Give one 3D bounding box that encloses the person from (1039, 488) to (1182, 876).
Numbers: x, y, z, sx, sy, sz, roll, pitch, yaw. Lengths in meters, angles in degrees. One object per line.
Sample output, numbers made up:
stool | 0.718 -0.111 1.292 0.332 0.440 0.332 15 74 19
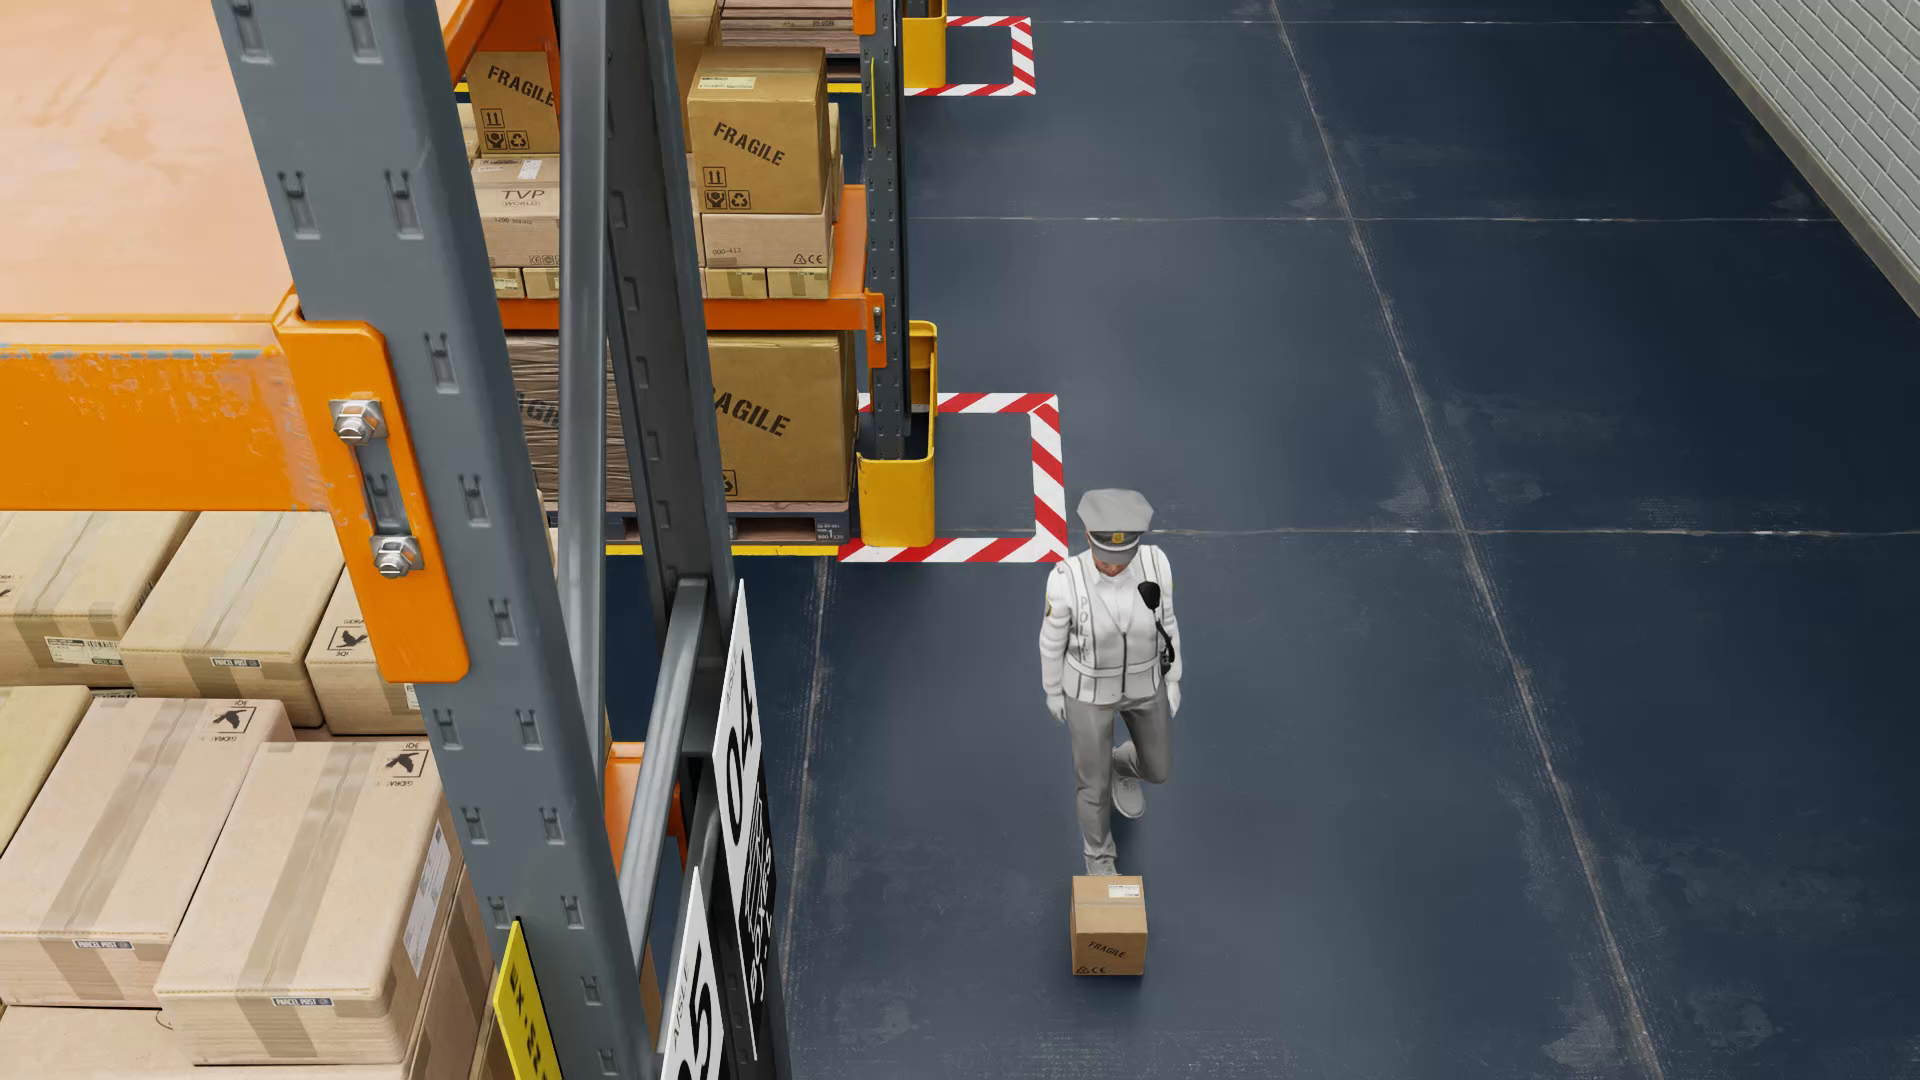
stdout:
person | 0.546 0.543 5.829 0.504 1.651 0.648 -8 41 -10
